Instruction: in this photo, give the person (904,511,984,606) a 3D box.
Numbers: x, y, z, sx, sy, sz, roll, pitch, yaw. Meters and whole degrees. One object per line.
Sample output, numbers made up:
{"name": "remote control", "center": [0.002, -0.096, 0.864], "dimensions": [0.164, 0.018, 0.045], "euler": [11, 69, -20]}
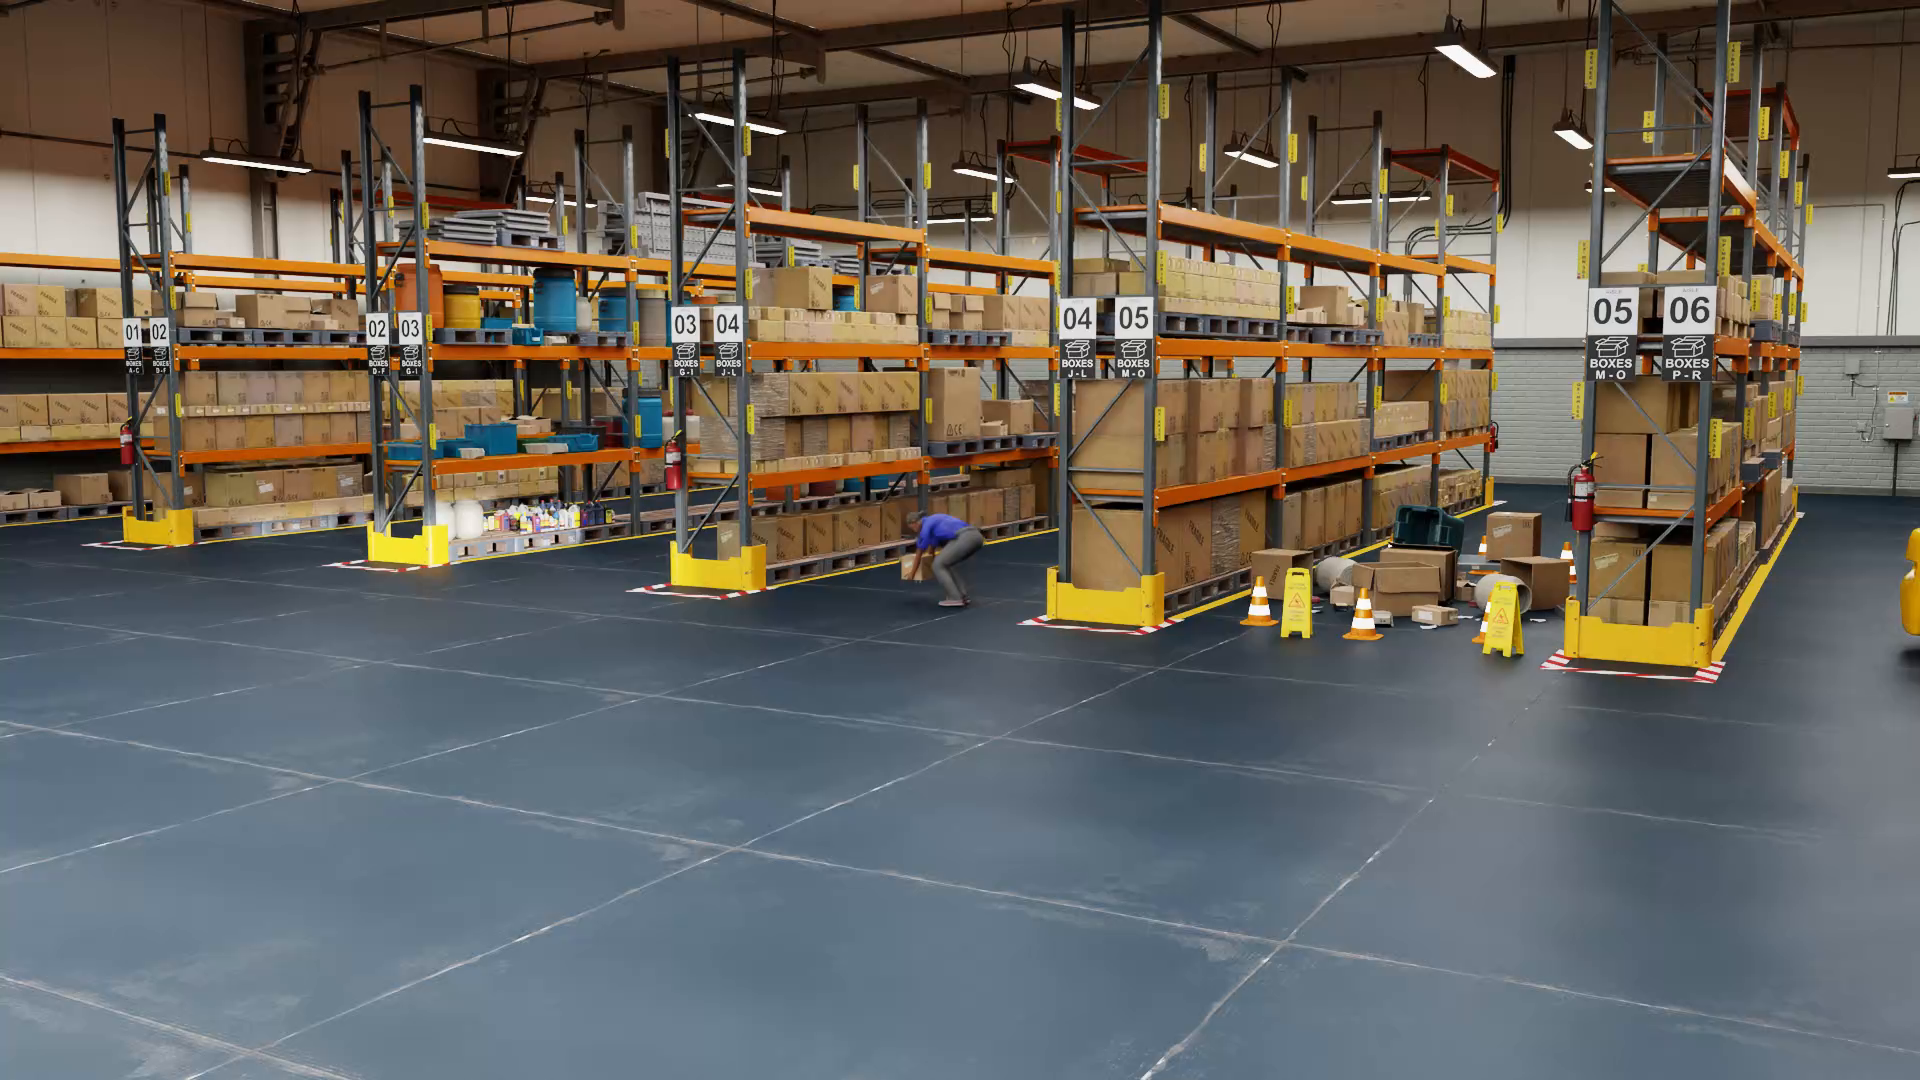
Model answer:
{"name": "person", "center": [-0.178, 0.193, 17.733], "dimensions": [0.860, 0.996, 0.457], "euler": [3, 7, 26]}
